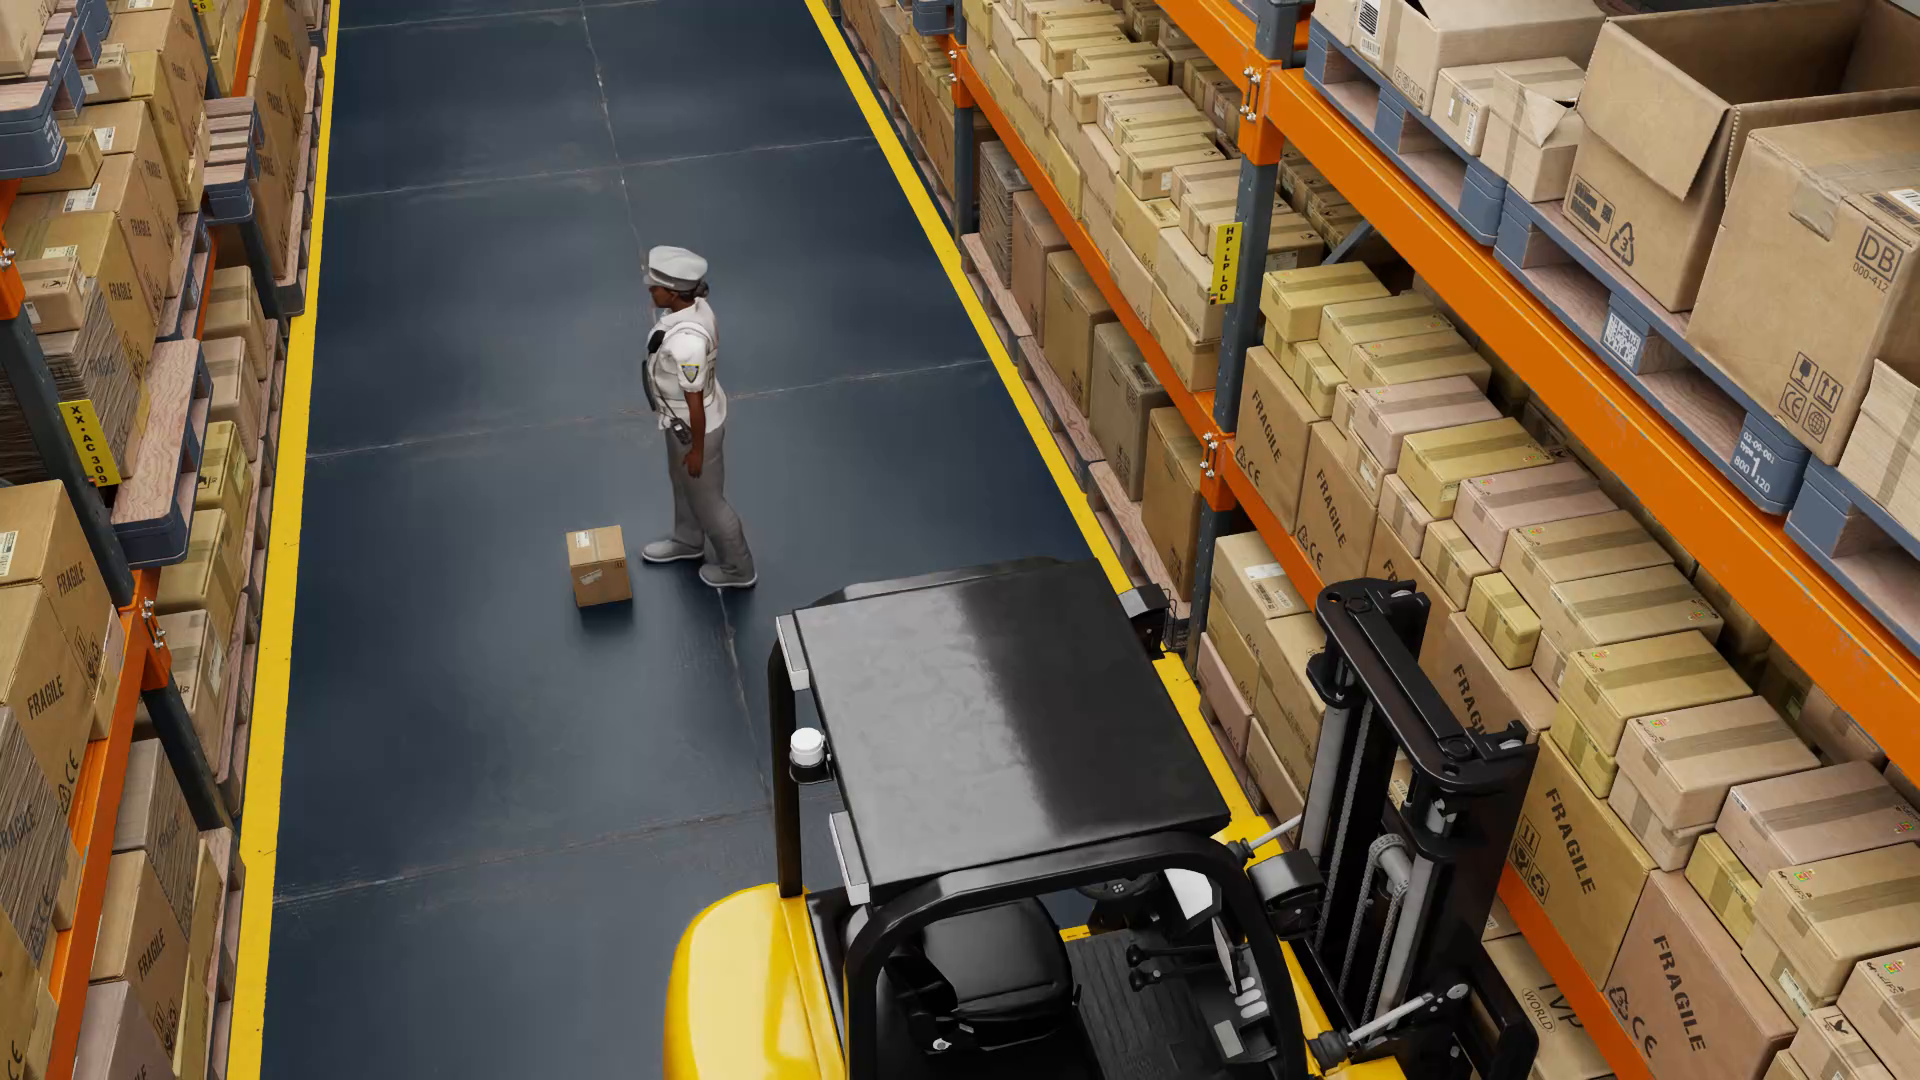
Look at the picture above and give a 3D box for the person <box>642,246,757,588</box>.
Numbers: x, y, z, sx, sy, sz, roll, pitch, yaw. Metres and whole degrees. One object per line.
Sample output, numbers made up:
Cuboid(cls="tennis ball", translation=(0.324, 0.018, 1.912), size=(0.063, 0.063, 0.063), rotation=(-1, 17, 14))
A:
Cuboid(cls="person", translation=(-1.233, -0.520, 7.351), size=(0.542, 1.687, 0.457), rotation=(-3, 39, -4))
